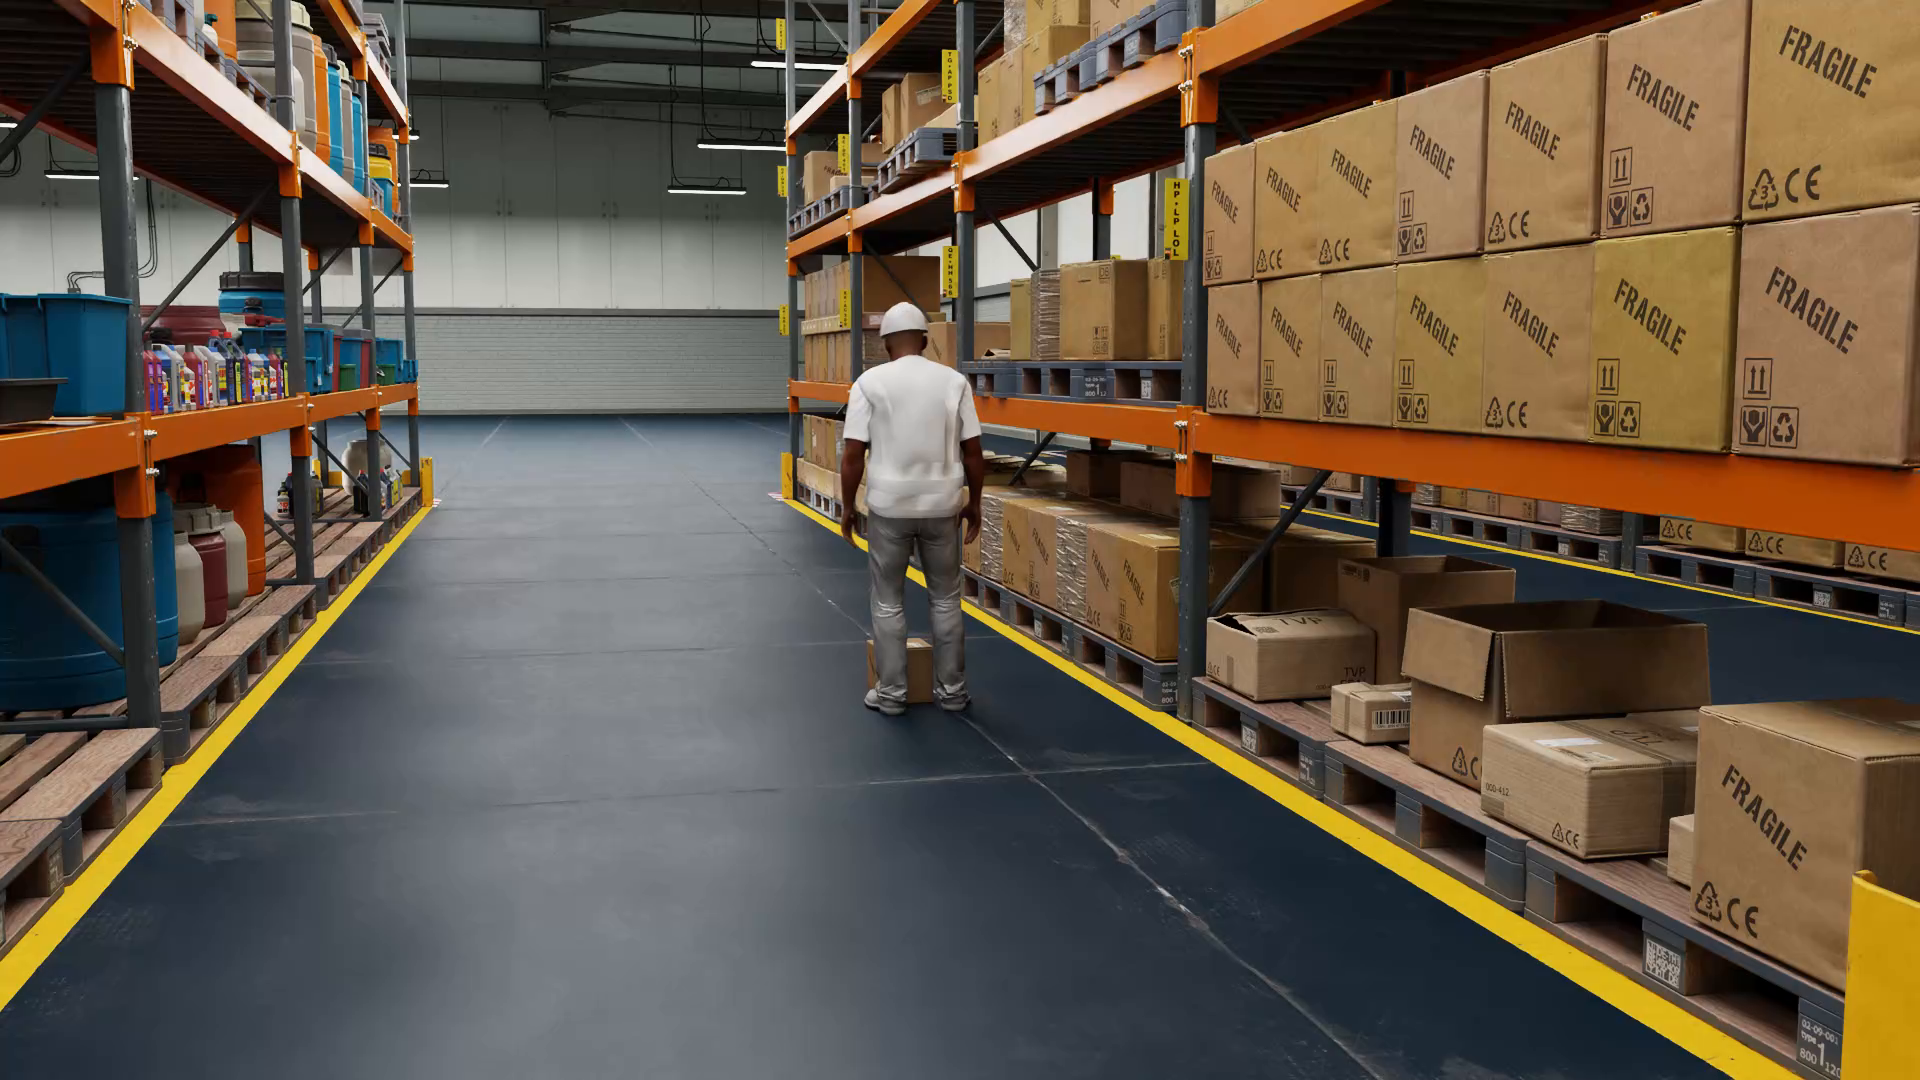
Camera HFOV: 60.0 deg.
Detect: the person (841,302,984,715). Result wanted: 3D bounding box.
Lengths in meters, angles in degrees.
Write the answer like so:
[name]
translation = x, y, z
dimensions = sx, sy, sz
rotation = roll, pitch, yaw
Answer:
[person]
translation = -0.207, -0.139, 7.176
dimensions = 0.626, 1.761, 0.458
rotation = -1, 6, -13
